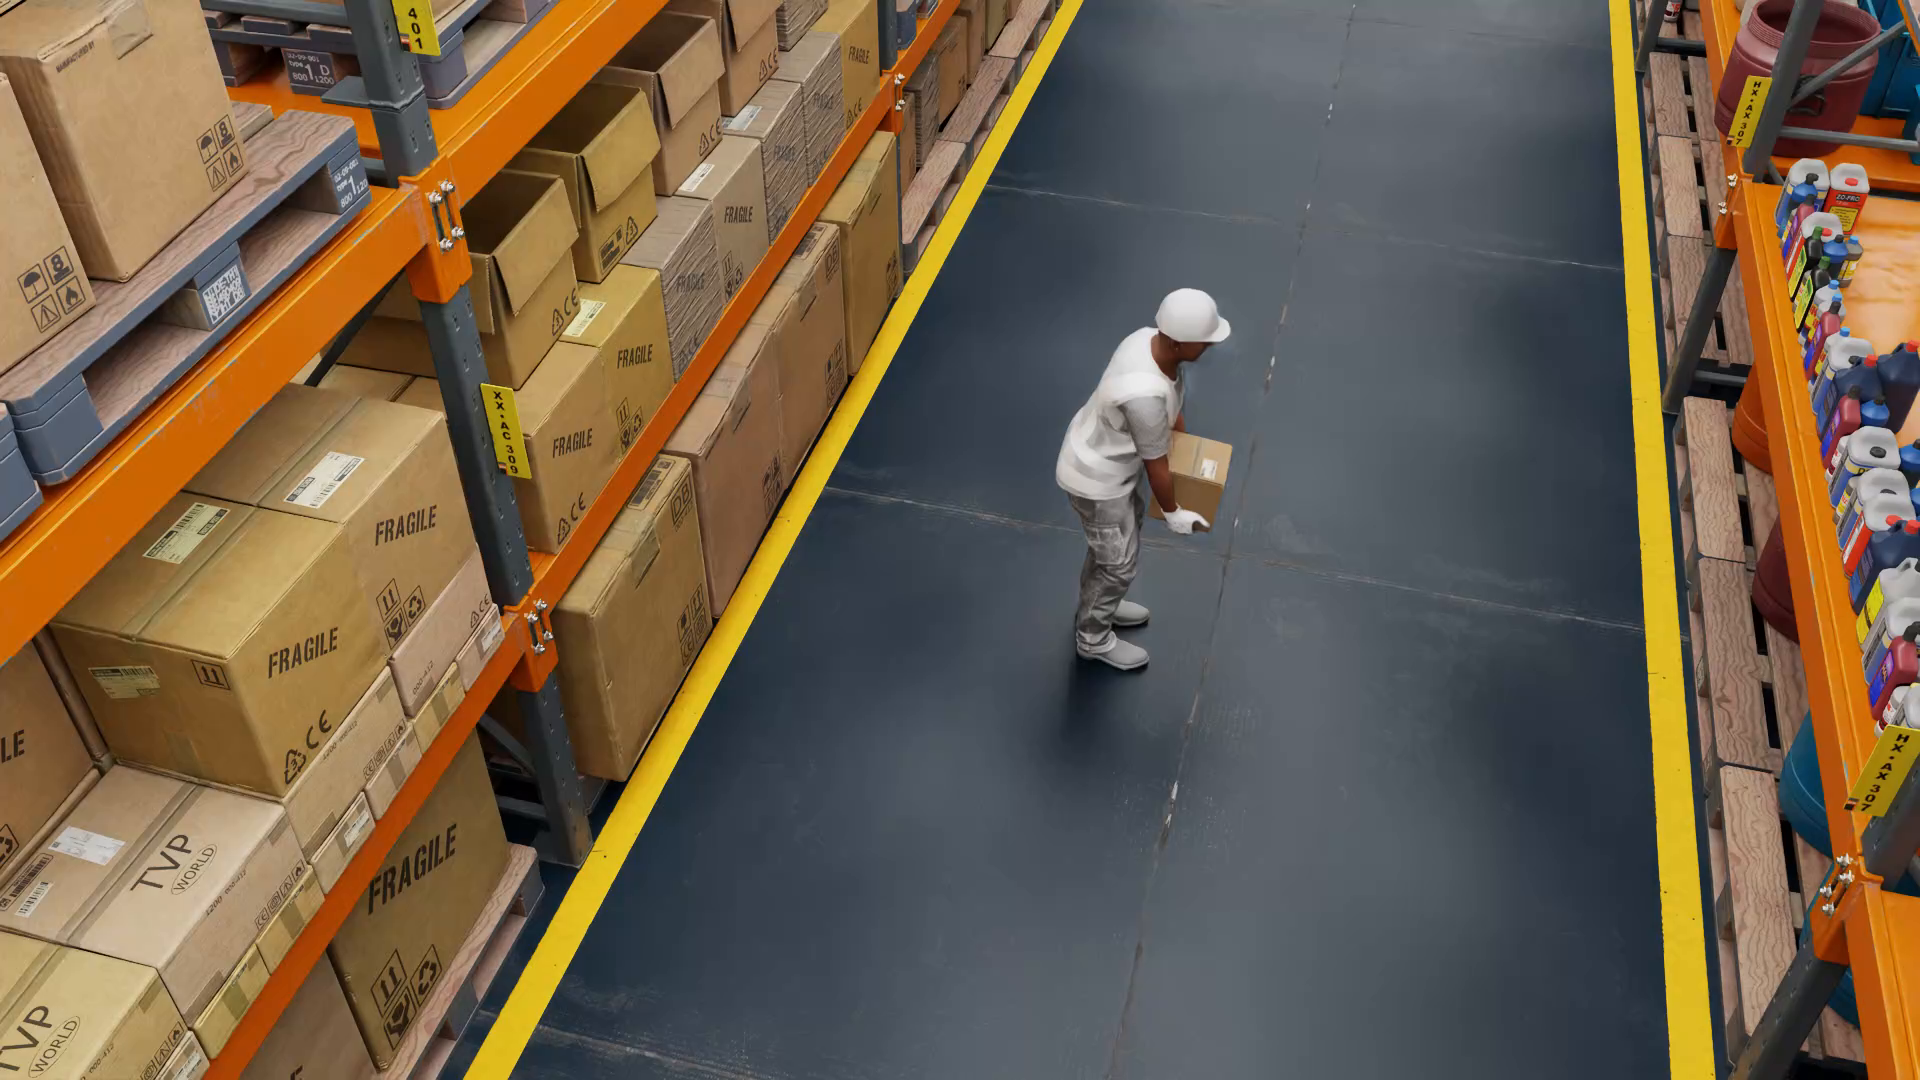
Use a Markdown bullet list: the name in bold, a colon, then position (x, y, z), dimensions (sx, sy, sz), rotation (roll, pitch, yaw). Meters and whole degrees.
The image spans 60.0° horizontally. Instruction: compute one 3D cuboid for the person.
- **person**: position (0.689, -0.244, 6.470), dimensions (0.622, 1.725, 0.485), rotation (9, 42, 11)
